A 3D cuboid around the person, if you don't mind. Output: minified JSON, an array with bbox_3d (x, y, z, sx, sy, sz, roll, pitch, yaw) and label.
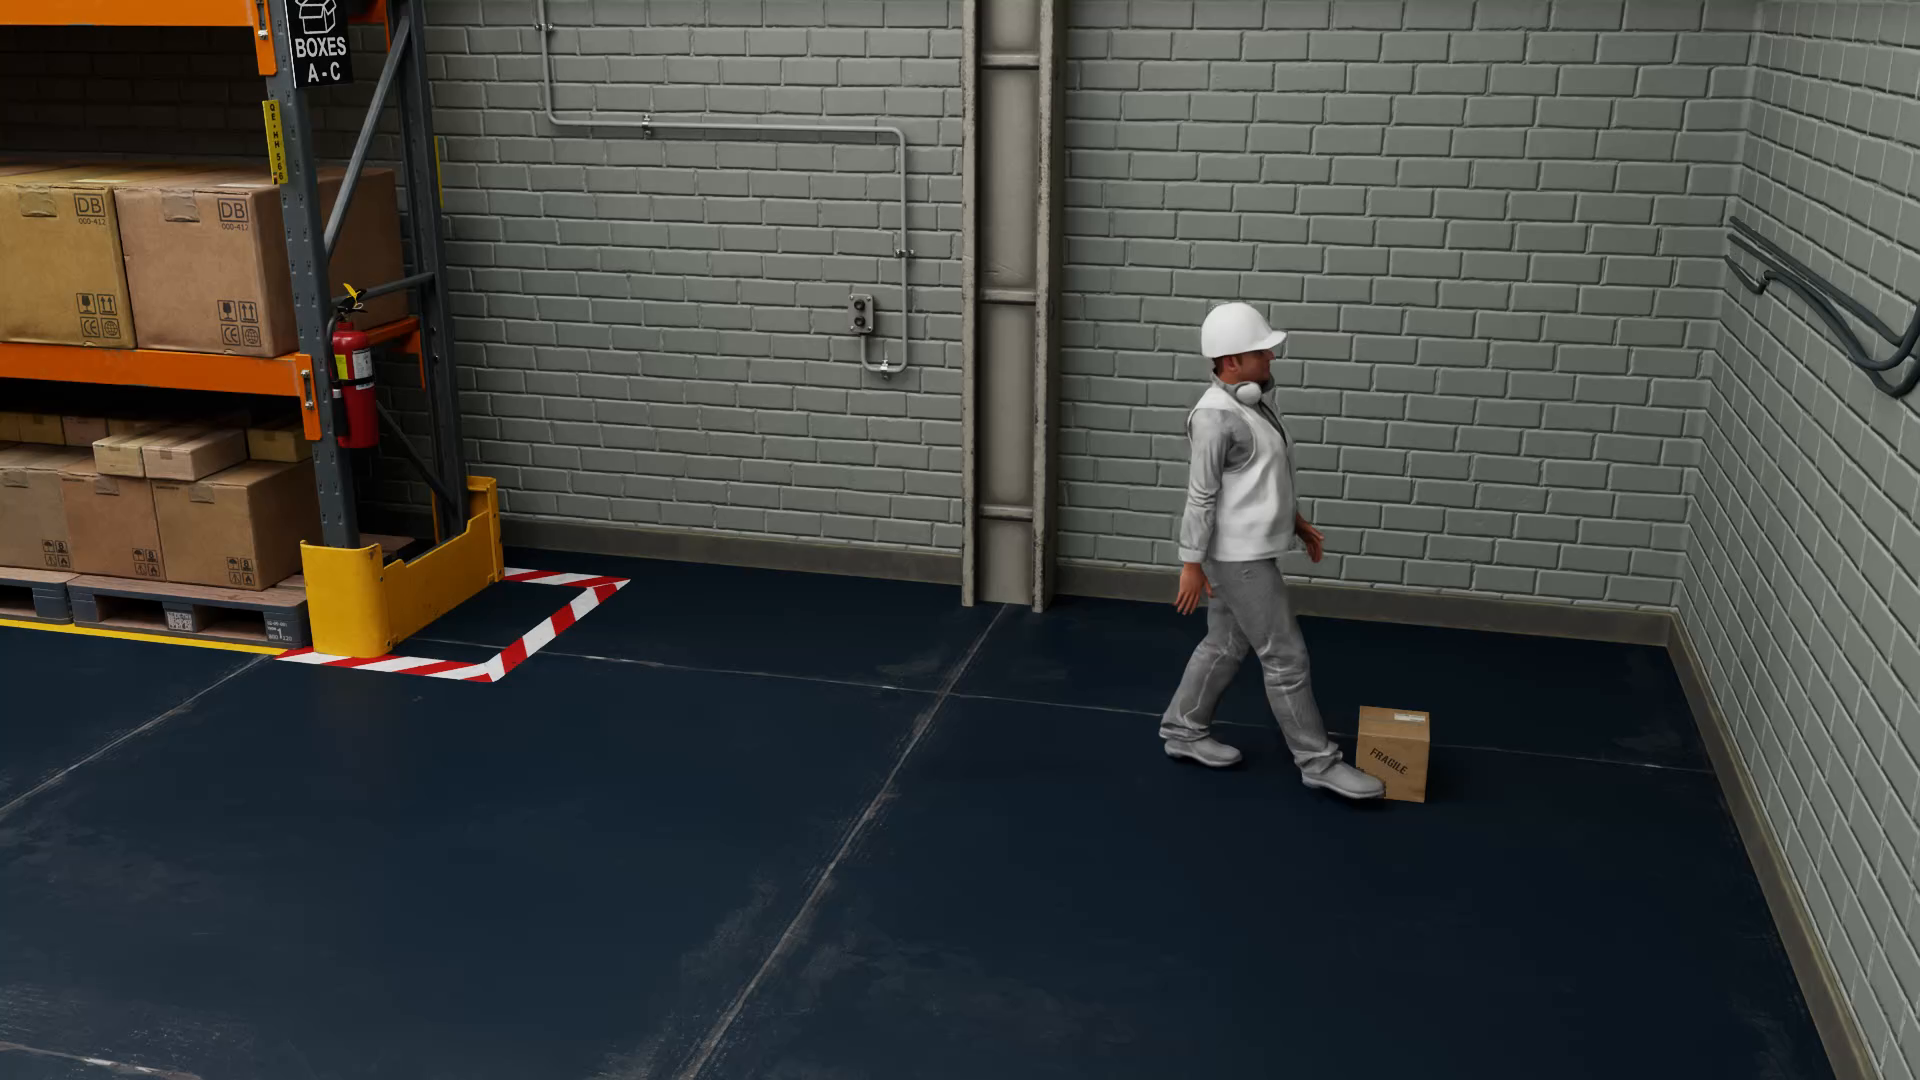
[{"bbox_3d":[1.151,0.030,5.919,0.849,1.749,0.587,6,19,16],"label":"person"}]
